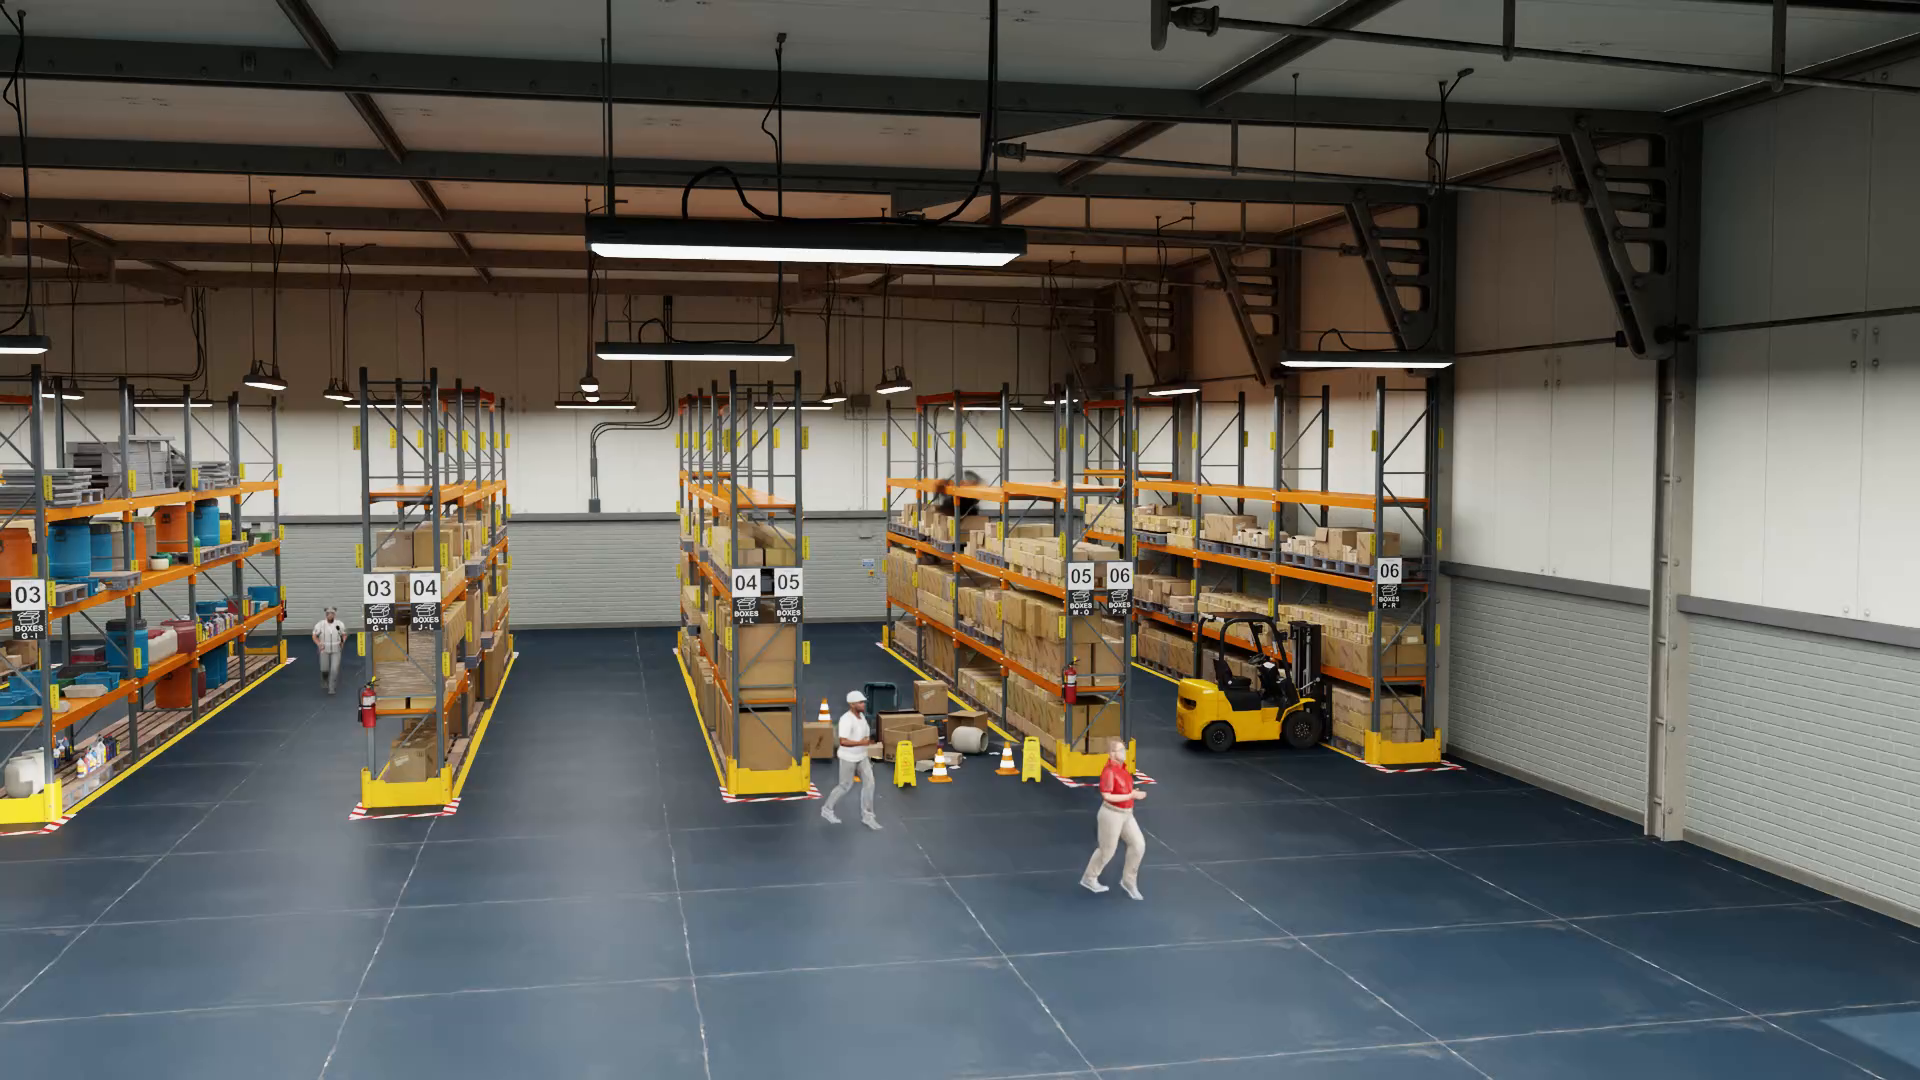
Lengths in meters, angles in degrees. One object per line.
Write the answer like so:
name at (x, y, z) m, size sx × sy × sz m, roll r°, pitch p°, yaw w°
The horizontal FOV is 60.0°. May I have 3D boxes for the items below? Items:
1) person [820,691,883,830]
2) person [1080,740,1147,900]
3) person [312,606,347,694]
person at (-1.399, 2.847, 21.468) m, size 0.856 × 1.816 × 0.650 m, roll 2°, pitch 4°, yaw 27°
person at (1.699, 3.076, 18.162) m, size 0.795 × 1.800 × 0.640 m, roll 2°, pitch 4°, yaw 31°
person at (-12.450, 2.173, 32.894) m, size 0.641 × 1.736 × 0.596 m, roll -2°, pitch 4°, yaw -25°
